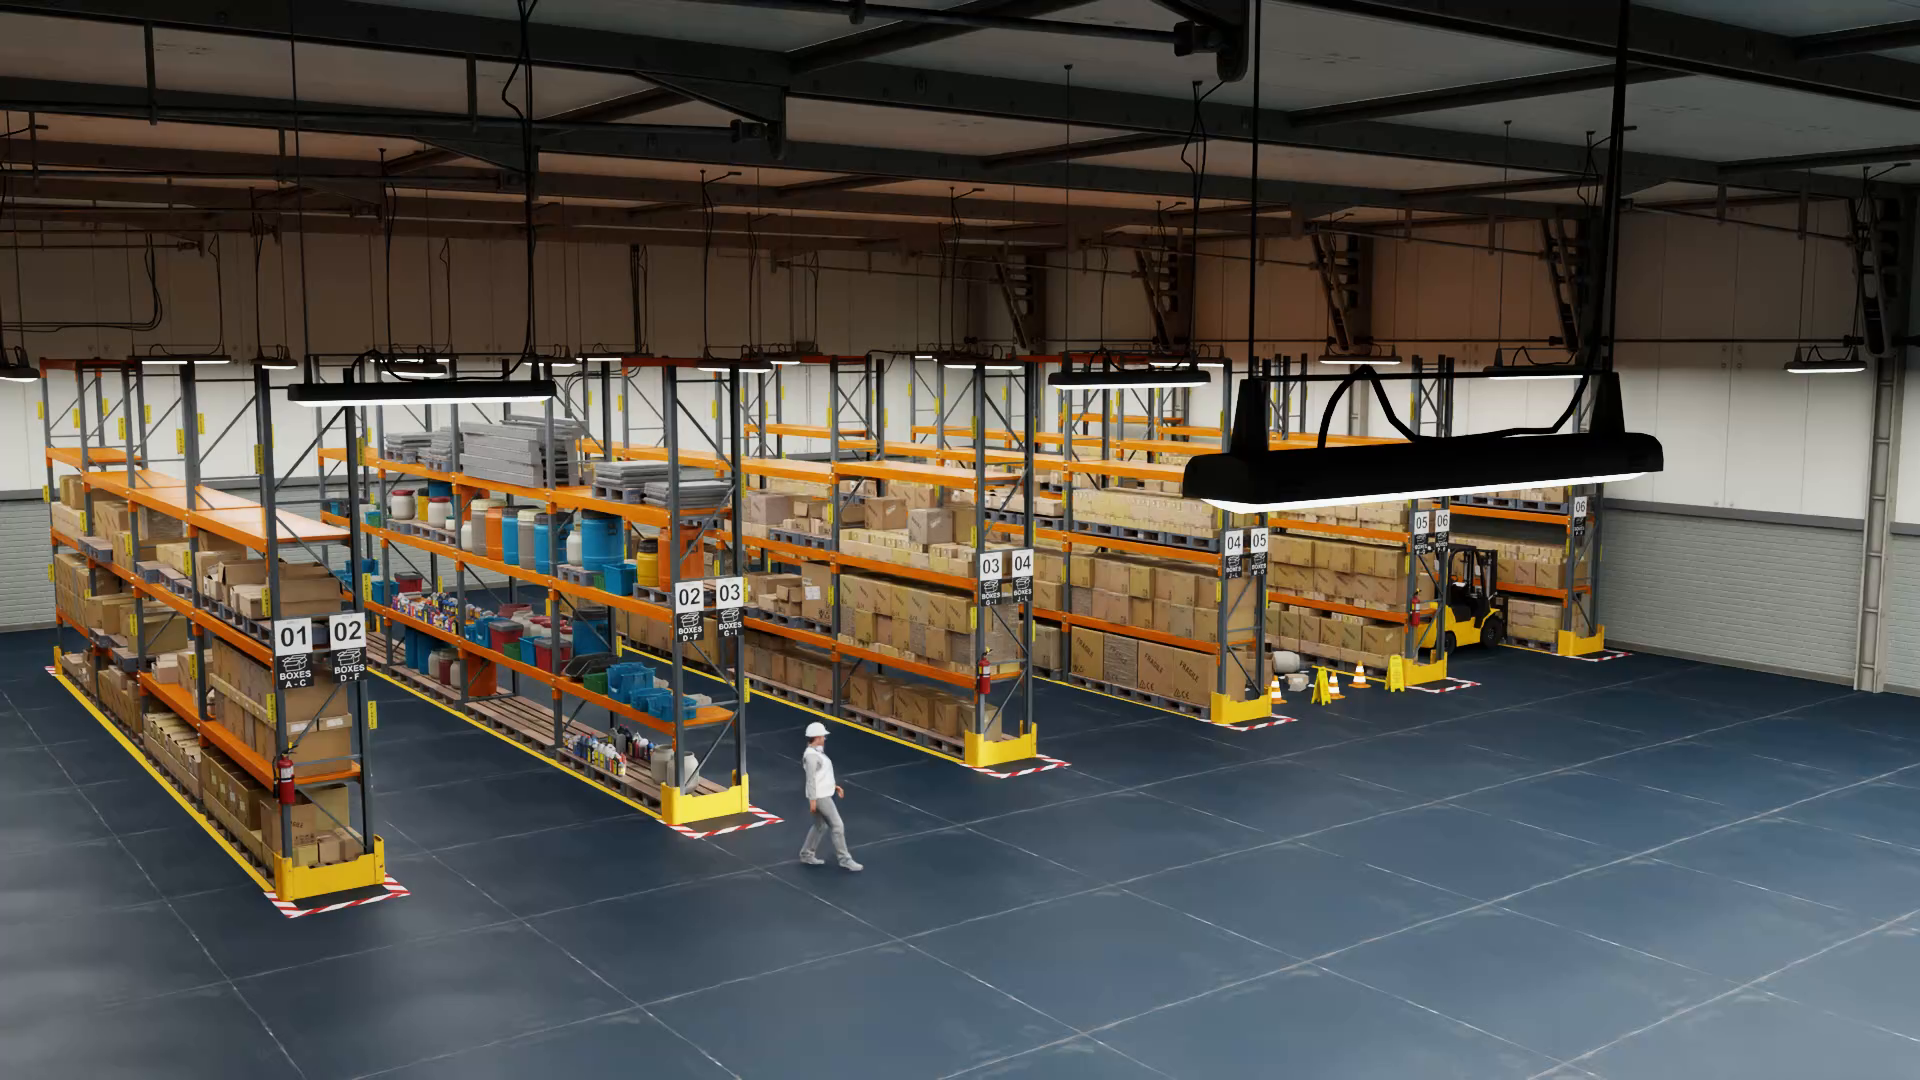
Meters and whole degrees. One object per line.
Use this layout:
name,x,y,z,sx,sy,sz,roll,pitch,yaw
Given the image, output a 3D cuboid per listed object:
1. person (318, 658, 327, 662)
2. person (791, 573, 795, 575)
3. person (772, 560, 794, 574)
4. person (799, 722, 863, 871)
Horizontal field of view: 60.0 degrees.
person,-11.119,2.094,28.450,0.703,1.684,0.641,-4,8,-29
person,-3.439,1.456,33.899,0.485,1.602,0.857,-5,9,-38
person,-4.515,0.392,42.475,0.518,1.689,0.968,6,9,43
person,-1.560,3.077,20.031,0.778,1.778,0.565,0,7,-2
